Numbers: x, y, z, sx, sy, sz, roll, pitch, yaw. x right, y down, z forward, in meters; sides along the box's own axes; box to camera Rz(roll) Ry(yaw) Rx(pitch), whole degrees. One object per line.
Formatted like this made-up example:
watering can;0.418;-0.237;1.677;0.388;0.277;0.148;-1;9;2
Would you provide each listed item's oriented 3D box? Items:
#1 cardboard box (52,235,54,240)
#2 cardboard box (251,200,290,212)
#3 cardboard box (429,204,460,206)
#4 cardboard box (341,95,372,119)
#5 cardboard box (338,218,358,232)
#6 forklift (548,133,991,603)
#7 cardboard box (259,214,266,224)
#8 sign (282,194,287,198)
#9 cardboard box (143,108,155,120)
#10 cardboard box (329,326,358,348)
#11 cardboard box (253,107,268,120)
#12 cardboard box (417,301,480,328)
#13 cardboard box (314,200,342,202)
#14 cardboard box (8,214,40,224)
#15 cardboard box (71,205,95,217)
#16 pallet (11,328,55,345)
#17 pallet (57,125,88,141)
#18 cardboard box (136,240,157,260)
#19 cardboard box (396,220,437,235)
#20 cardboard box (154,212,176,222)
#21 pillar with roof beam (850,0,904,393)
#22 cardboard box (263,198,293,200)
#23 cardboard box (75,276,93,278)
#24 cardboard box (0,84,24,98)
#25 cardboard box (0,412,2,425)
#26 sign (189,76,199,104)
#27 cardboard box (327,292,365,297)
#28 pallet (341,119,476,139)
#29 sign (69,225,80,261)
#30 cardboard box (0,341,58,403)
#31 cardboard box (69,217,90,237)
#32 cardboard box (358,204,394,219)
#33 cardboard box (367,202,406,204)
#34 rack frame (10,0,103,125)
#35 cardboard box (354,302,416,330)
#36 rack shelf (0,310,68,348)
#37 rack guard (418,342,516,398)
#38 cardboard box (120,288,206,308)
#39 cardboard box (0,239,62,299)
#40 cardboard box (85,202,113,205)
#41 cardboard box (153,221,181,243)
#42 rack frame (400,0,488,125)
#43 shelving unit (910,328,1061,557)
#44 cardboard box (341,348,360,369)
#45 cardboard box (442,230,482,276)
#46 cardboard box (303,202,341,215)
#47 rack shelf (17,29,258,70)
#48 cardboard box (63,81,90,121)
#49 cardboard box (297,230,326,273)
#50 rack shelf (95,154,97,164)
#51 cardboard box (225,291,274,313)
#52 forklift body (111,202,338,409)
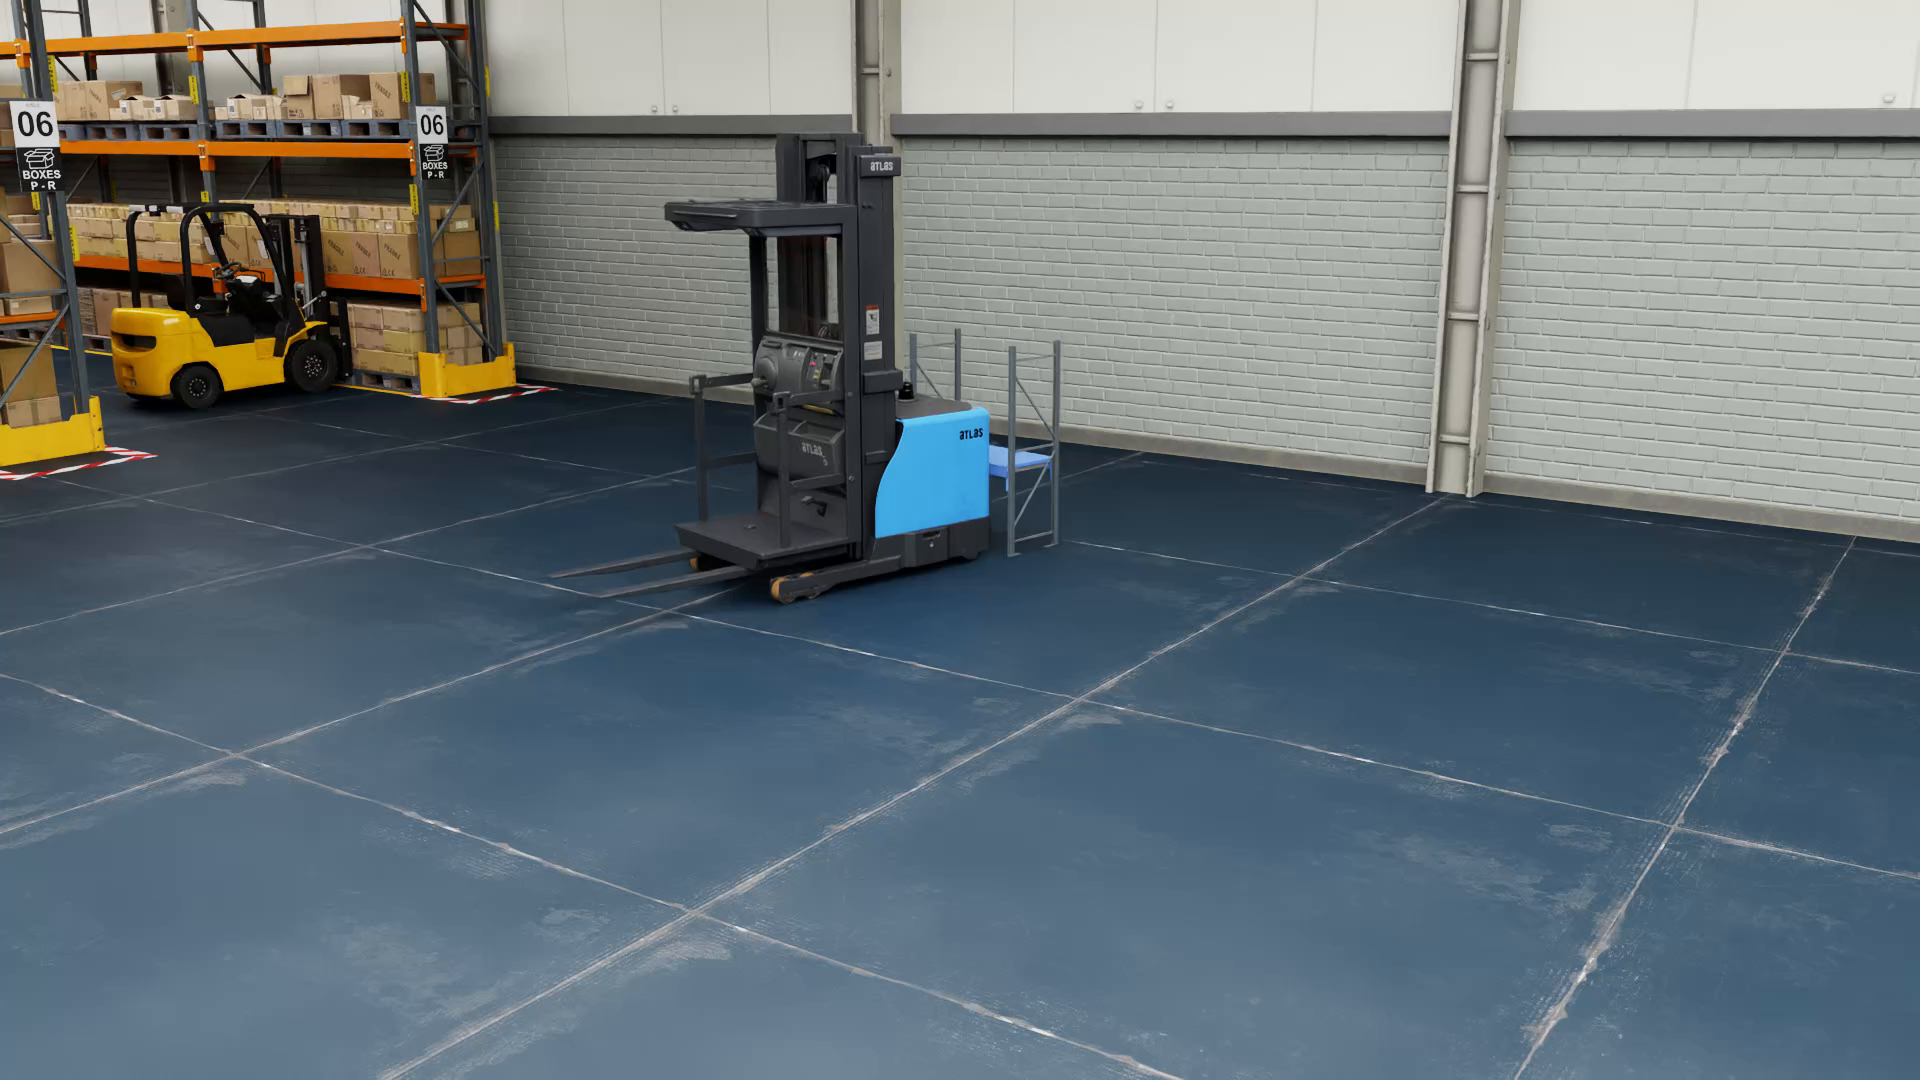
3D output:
cardboard box;-12.134;-4.093;22.927;0.500;0.250;0.500;9;17;33
cardboard box;-8.463;-4.094;20.443;0.250;0.149;0.380;9;16;32
cardboard box;-6.072;-3.845;19.435;0.250;0.149;0.380;10;17;35
cardboard box;-6.795;-4.929;18.948;0.258;0.266;0.396;9;17;33
cardboard box;-7.028;-3.693;19.439;0.250;0.149;0.380;9;16;31
forklift;-1.232;-1.157;10.897;3.031;2.935;1.130;-11;18;-39
cardboard box;-8.318;-3.894;20.254;0.250;0.149;0.380;10;17;34
sign;-8.738;-4.307;21.514;0.005;0.325;0.100;9;17;33
cardboard box;-10.128;-5.411;21.138;0.250;0.149;0.380;9;17;33
cardboard box;-7.156;-2.450;19.788;0.500;0.250;0.500;9;16;32
cardboard box;-8.206;-5.100;19.883;0.250;0.149;0.380;10;17;34
cardboard box;-6.020;-2.658;19.585;0.500;0.250;0.500;9;16;32
cardboard box;-7.754;-4.128;20.581;0.250;0.149;0.380;9;16;32
cardboard box;-13.422;-4.482;23.625;0.500;0.250;0.500;8;16;30
cardboard box;-11.816;-4.471;22.585;0.250;0.149;0.380;10;17;34
pallet;-12.964;-3.028;24.117;1.213;0.211;1.003;9;17;33
pallet;-11.752;-5.565;22.713;1.003;0.211;1.213;10;17;35
cardboard box;-10.426;-3.819;21.822;0.500;0.250;0.500;9;17;33
cardboard box;-6.171;-3.555;18.885;0.250;0.149;0.380;9;17;34
cardboard box;-10.144;-4.186;21.432;0.250;0.149;0.380;9;16;31
pillar with roof beam;-3.226;-4.723;12.677;0.400;9.000;9.100;9;17;33
cardboard box;-8.613;-4.263;21.124;0.250;0.149;0.380;9;17;33
cardboard box;-12.830;-3.752;24.218;0.250;0.149;0.380;10;17;35
cardboard box;-8.675;-4.021;14.943;0.250;0.149;0.380;9;17;32
cardboard box;-9.335;-1.138;15.527;0.500;0.250;0.500;9;17;33
sign;-9.341;-5.488;20.277;0.005;0.325;0.100;9;17;33
cardboard box;-7.689;-2.929;20.681;0.500;0.250;0.500;9;17;33
pallet;-6.300;-4.714;19.067;1.213;0.211;1.003;9;17;33
sign;-8.192;-2.739;15.346;0.005;0.325;0.100;9;17;33
cardboard box;-9.029;-1.611;15.875;0.500;0.500;0.500;9;16;31
cardboard box;-11.719;-4.268;22.595;0.500;0.250;0.500;10;17;35
cardboard box;-6.761;-3.820;19.335;0.250;0.149;0.380;9;17;33
cardboard box;-6.904;-3.992;20.032;0.250;0.149;0.380;9;16;31
rack frame;-12.365;-7.186;22.626;0.127;3.000;1.000;9;17;33
cardboard box;-6.710;-2.623;19.443;0.500;0.250;0.500;10;17;34
rack shelf;-10.154;-2.130;16.183;4.000;0.370;1.077;9;17;33
rack guard;-5.707;-1.985;19.300;0.348;0.500;1.175;9;17;33
cardboard box;-10.750;-3.063;22.520;0.625;0.625;0.875;8;16;31
cardboard box;-8.733;-2.523;15.445;0.500;0.500;0.500;9;16;32
cardboard box;-11.983;-4.634;23.243;0.250;0.149;0.380;10;17;35
cardboard box;-10.027;-3.990;21.471;0.500;0.250;0.500;9;16;31
rack frame;-5.727;-6.113;18.292;0.127;3.000;1.000;9;17;33
shelving unit;0.173;-0.739;12.187;0.538;1.500;1.048;-13;19;-42
cardboard box;-7.111;-2.208;19.848;0.500;0.250;0.500;9;17;33
cardboard box;-5.983;-3.372;19.493;0.500;0.500;0.500;10;17;35
cardboard box;-7.618;-3.957;19.888;0.250;0.149;0.380;9;17;33
rack shelf;-10.706;-6.375;21.677;4.000;0.370;1.077;9;17;33
cardboard box;-11.426;-5.838;22.130;0.500;0.500;0.700;9;16;32
cardboard box;-7.556;-3.469;19.885;0.500;0.500;0.500;9;17;33
rack shelf;-14.025;-5.649;24.156;4.000;0.370;1.077;9;17;33
cardboard box;-8.820;-2.965;20.825;0.500;0.250;0.500;9;16;32
forklift body;-8.319;-2.680;18.673;1.214;2.155;2.313;9;17;33
